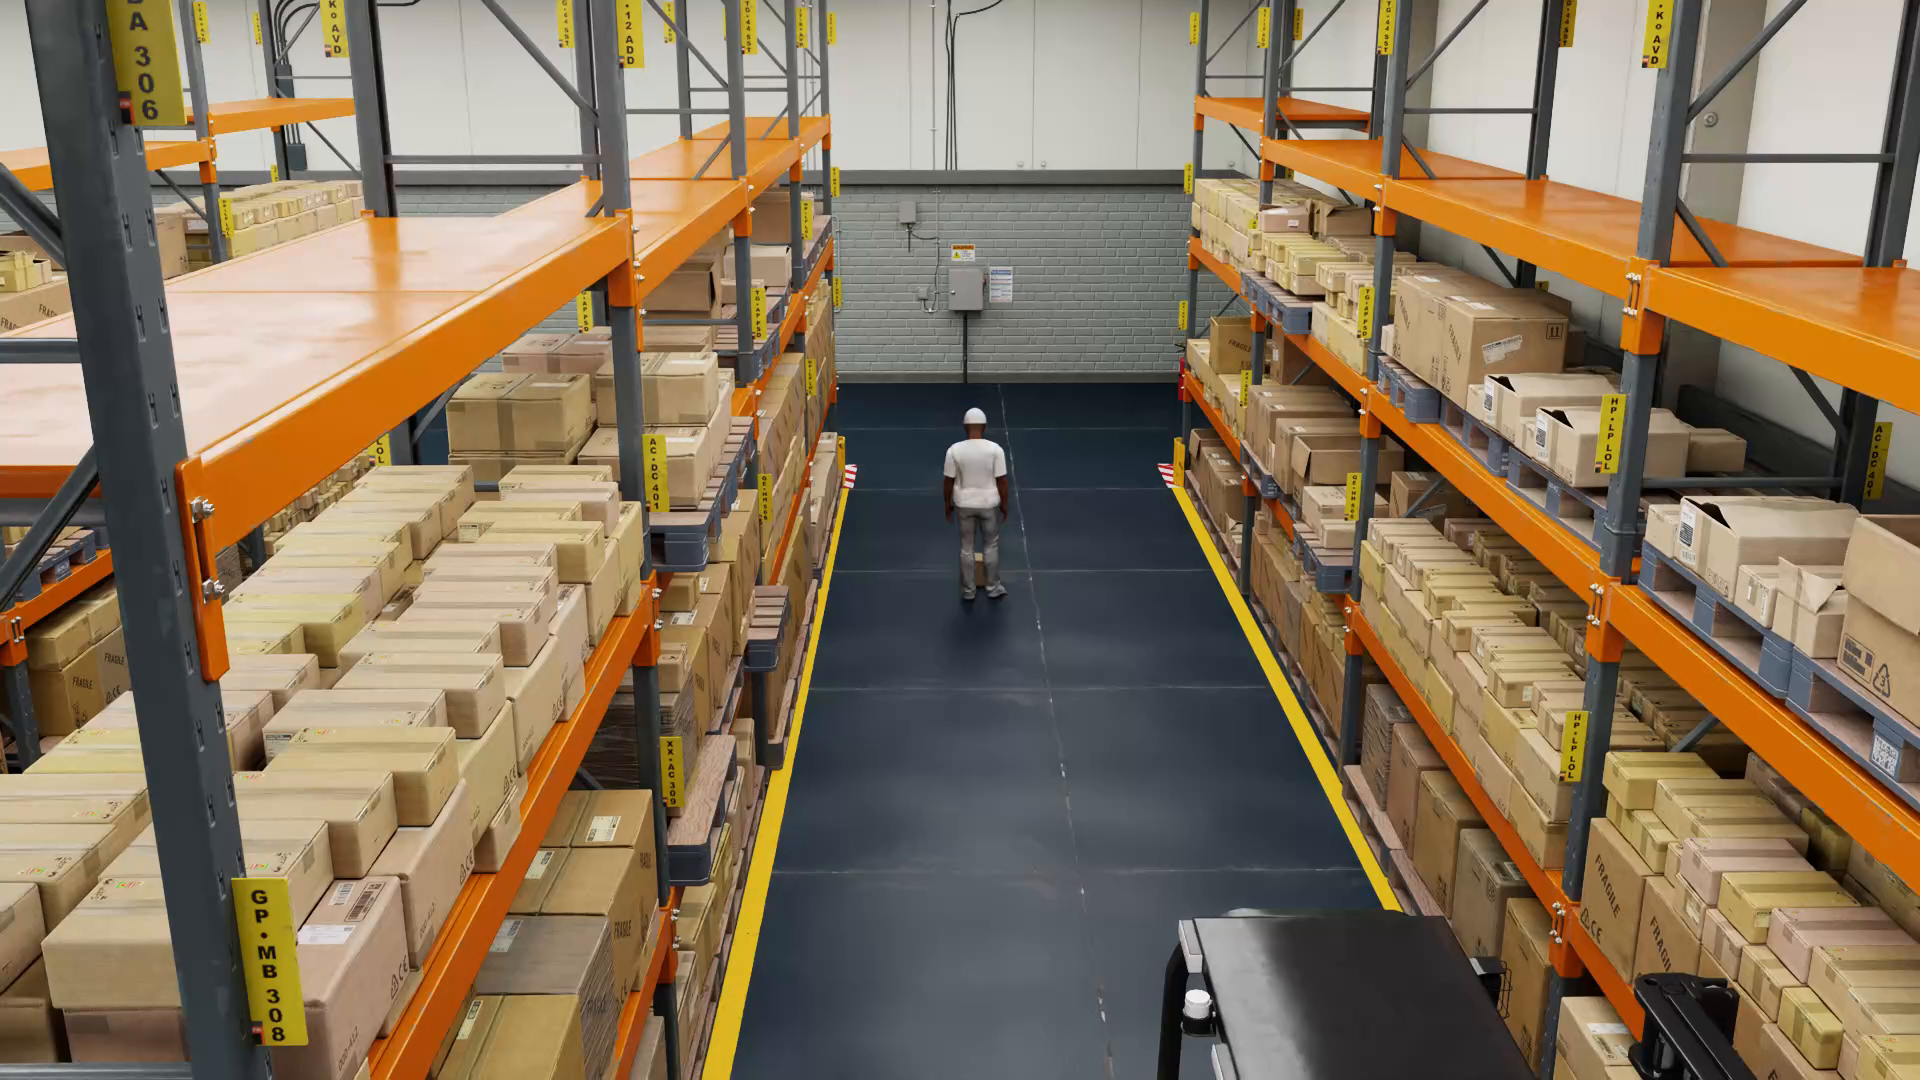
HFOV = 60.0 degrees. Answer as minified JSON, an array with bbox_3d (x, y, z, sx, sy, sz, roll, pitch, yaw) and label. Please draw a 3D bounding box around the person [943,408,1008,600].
[{"bbox_3d":[0.149,-0.329,15.033,0.582,1.785,0.471,2,17,5],"label":"person"}]
